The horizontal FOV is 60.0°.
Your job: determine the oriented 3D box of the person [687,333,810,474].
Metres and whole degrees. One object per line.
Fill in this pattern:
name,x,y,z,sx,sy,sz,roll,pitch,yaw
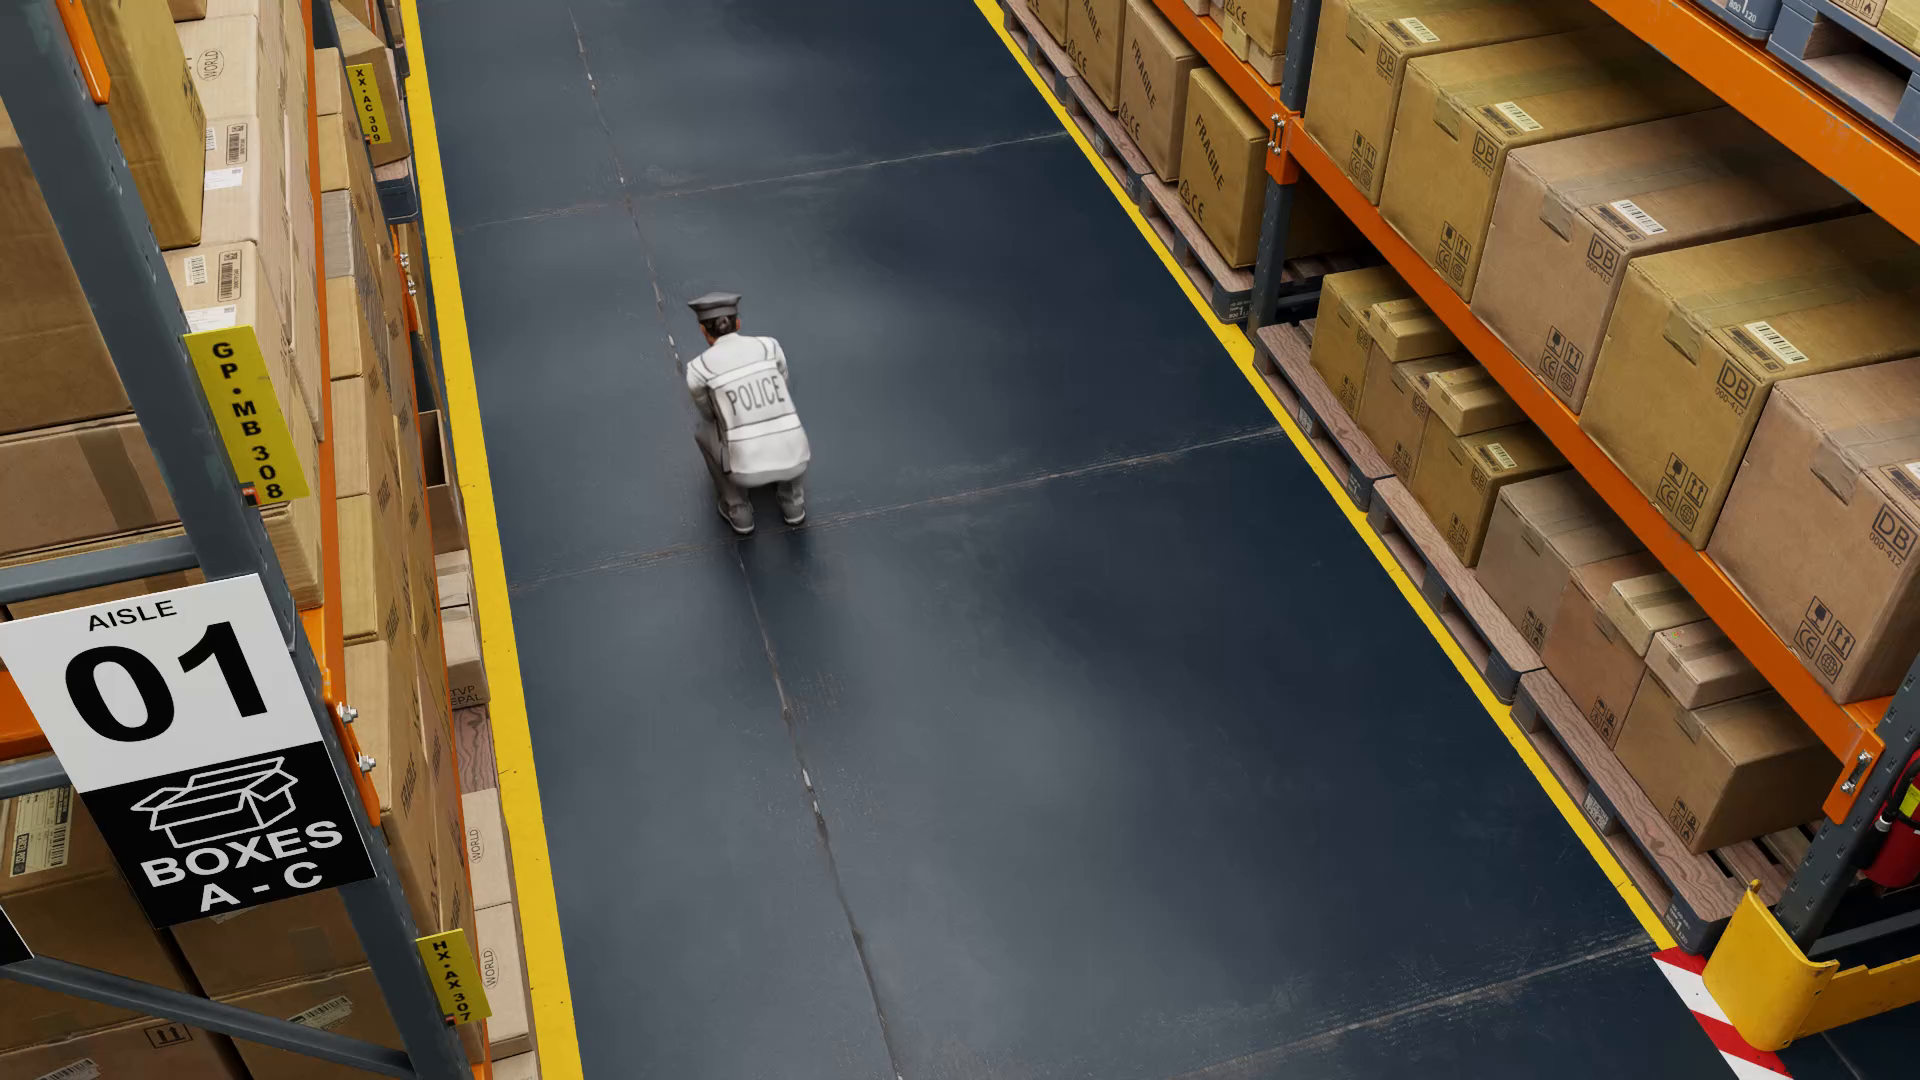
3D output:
person,-0.935,-0.584,7.228,0.443,0.577,0.744,-13,44,-14
